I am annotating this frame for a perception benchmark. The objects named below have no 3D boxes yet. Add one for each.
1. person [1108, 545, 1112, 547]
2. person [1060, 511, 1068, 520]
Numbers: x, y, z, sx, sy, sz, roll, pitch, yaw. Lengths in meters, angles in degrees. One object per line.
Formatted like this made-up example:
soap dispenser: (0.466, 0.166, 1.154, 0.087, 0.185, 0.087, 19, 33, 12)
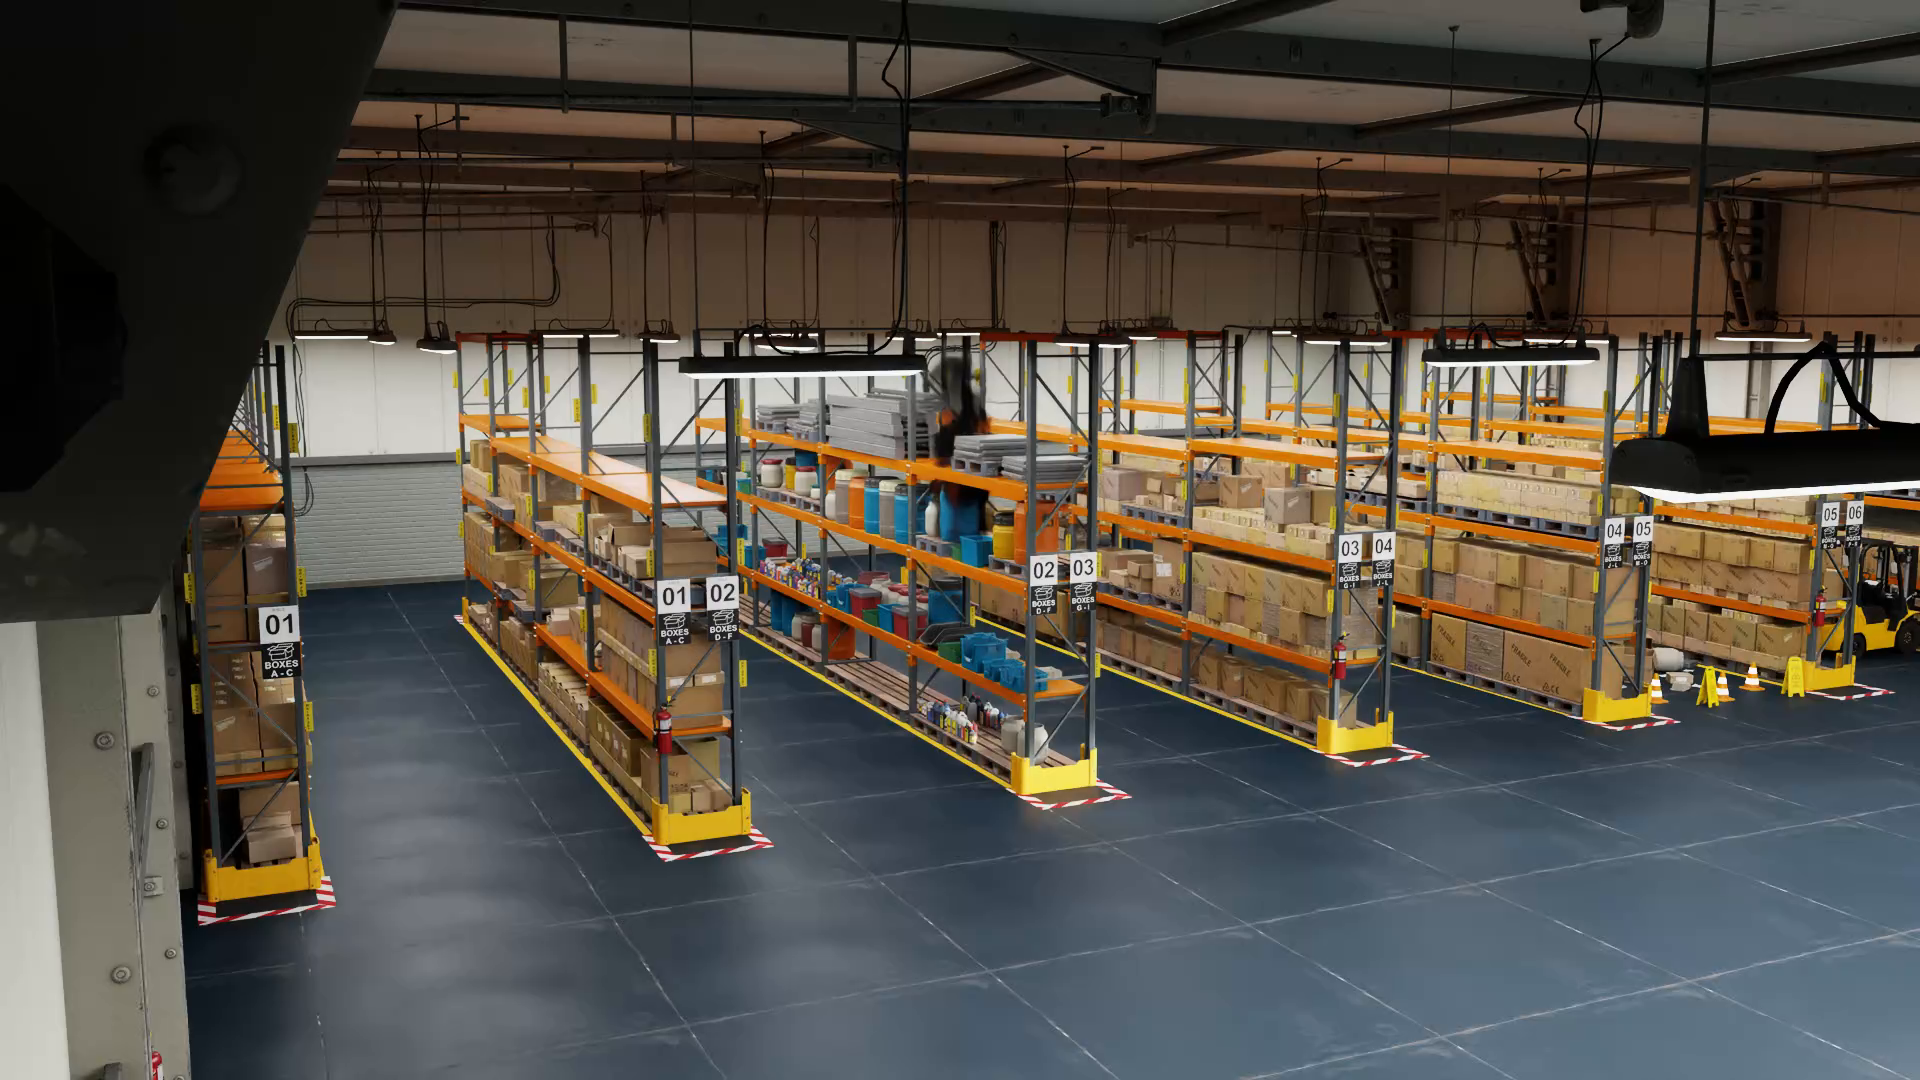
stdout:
person: (3.157, 0.889, 34.307, 0.625, 1.654, 0.723, -4, 9, -29)
person: (2.452, 0.042, 40.748, 0.600, 1.629, 0.584, 2, 8, 18)
